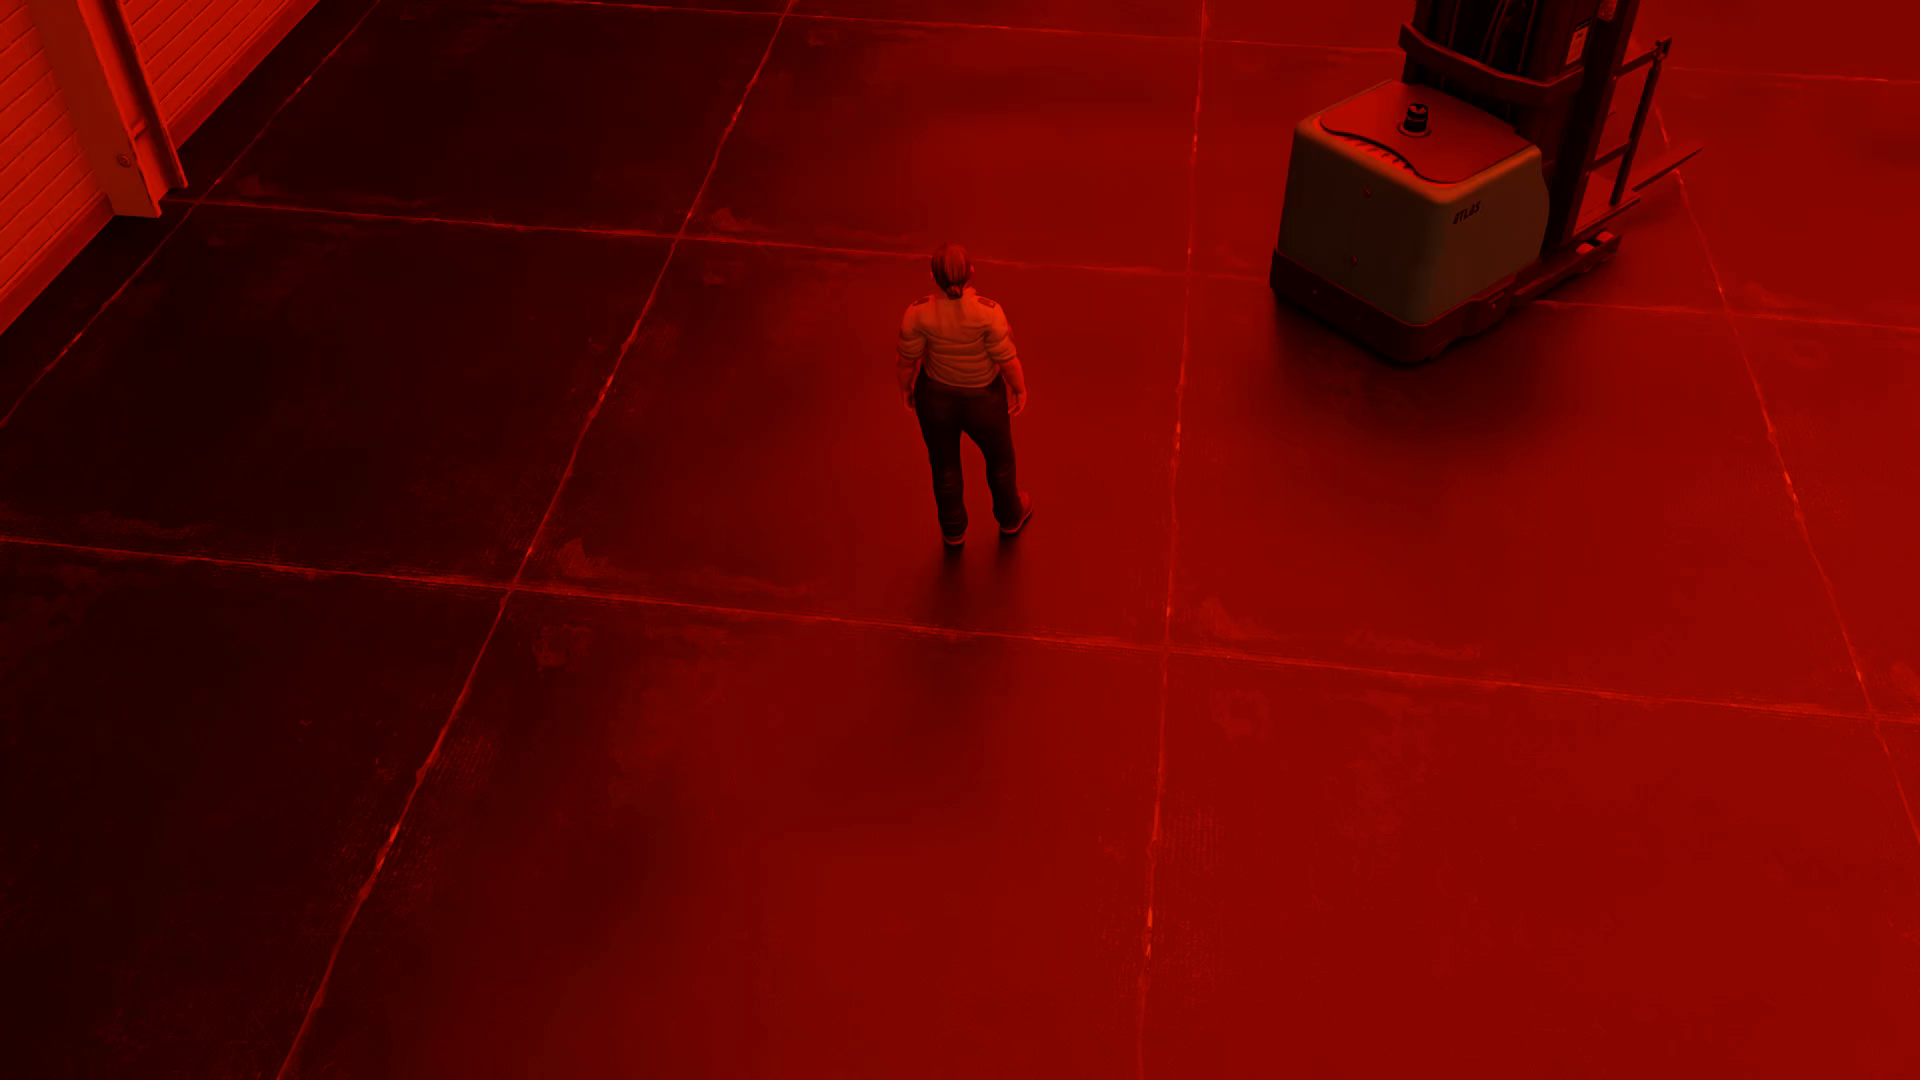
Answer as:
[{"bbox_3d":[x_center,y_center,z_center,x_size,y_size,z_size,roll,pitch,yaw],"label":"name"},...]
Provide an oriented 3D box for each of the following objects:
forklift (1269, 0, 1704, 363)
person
[{"bbox_3d":[3.192,-2.861,8.839,3.031,2.935,1.130,-29,50,-28],"label":"forklift"},{"bbox_3d":[0.035,-0.670,7.391,0.598,1.651,0.503,5,43,6],"label":"person"}]
